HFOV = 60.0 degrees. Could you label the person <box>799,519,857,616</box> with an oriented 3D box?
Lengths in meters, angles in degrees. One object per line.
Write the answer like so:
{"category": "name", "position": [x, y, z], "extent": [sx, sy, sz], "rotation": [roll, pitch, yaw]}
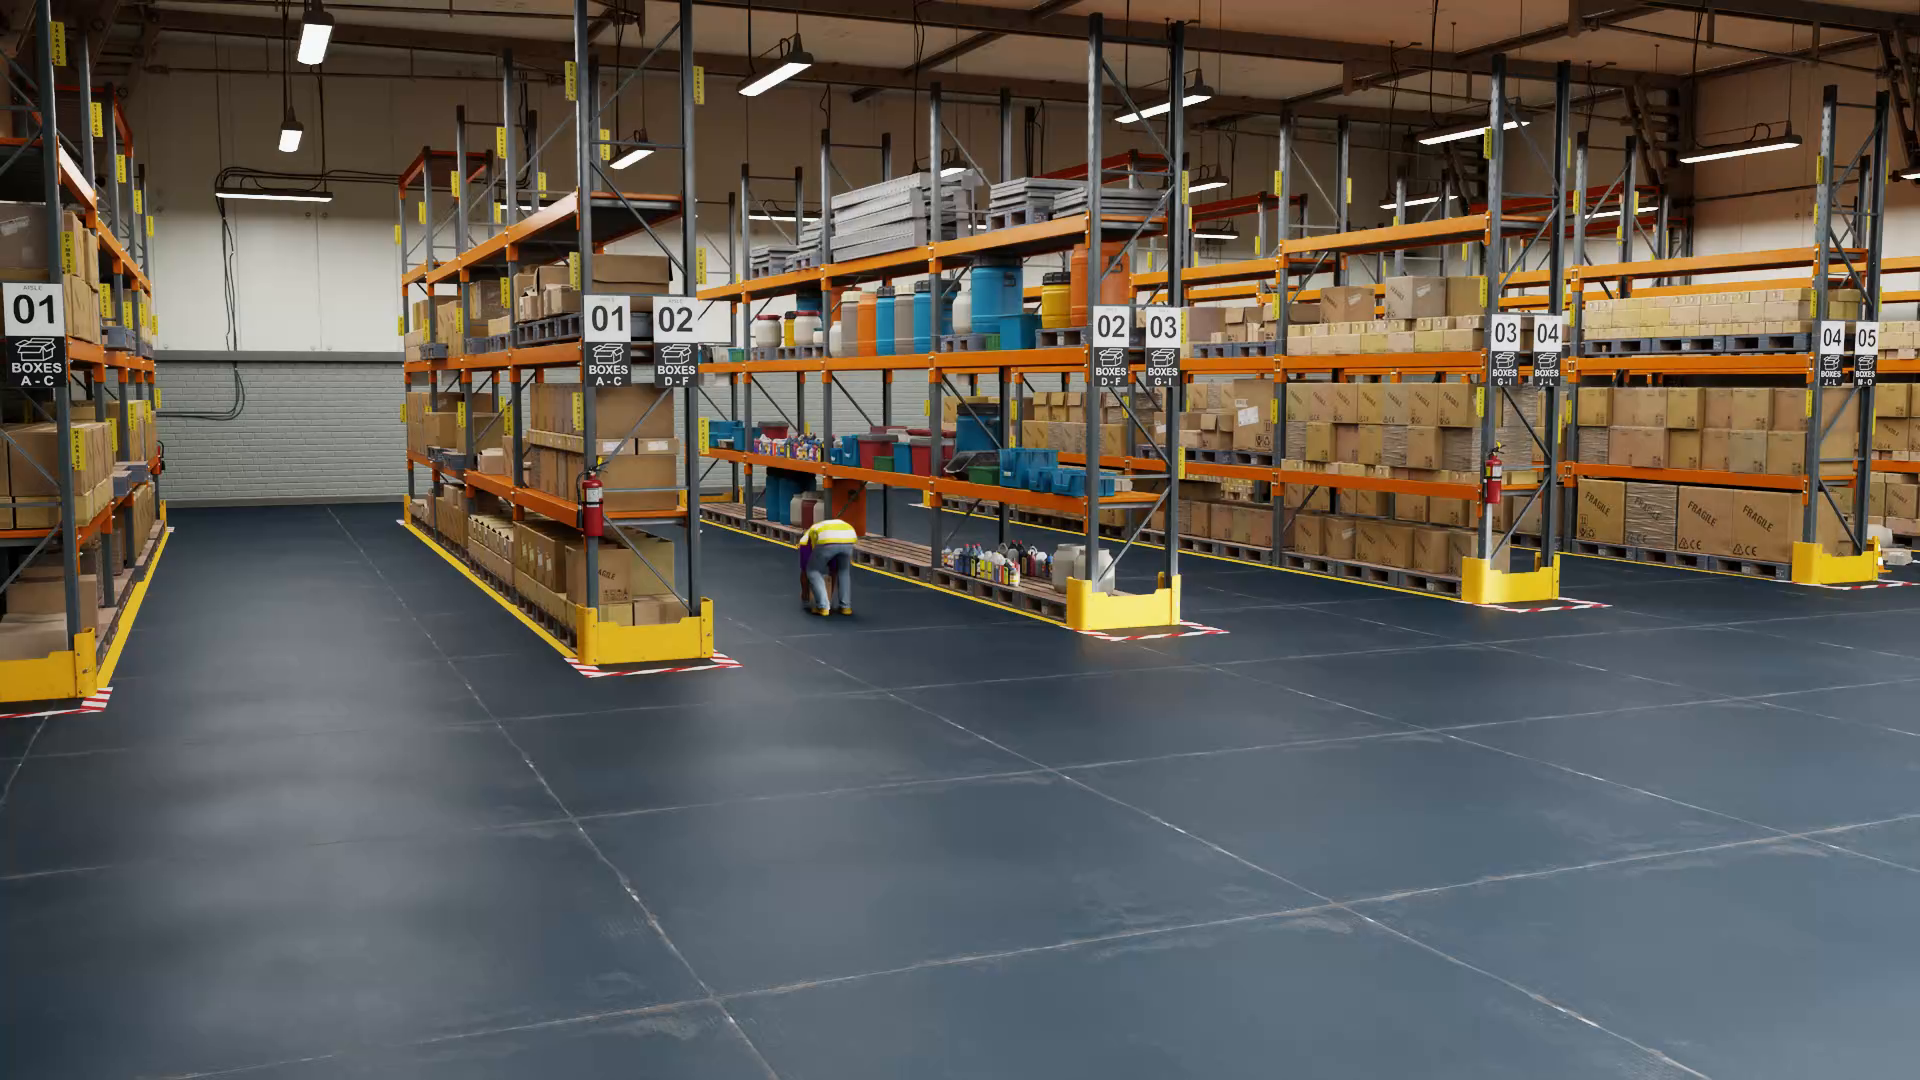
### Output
{"category": "person", "position": [-1.450, 0.267, 17.842], "extent": [0.500, 1.006, 0.976], "rotation": [-3, 6, -26]}
